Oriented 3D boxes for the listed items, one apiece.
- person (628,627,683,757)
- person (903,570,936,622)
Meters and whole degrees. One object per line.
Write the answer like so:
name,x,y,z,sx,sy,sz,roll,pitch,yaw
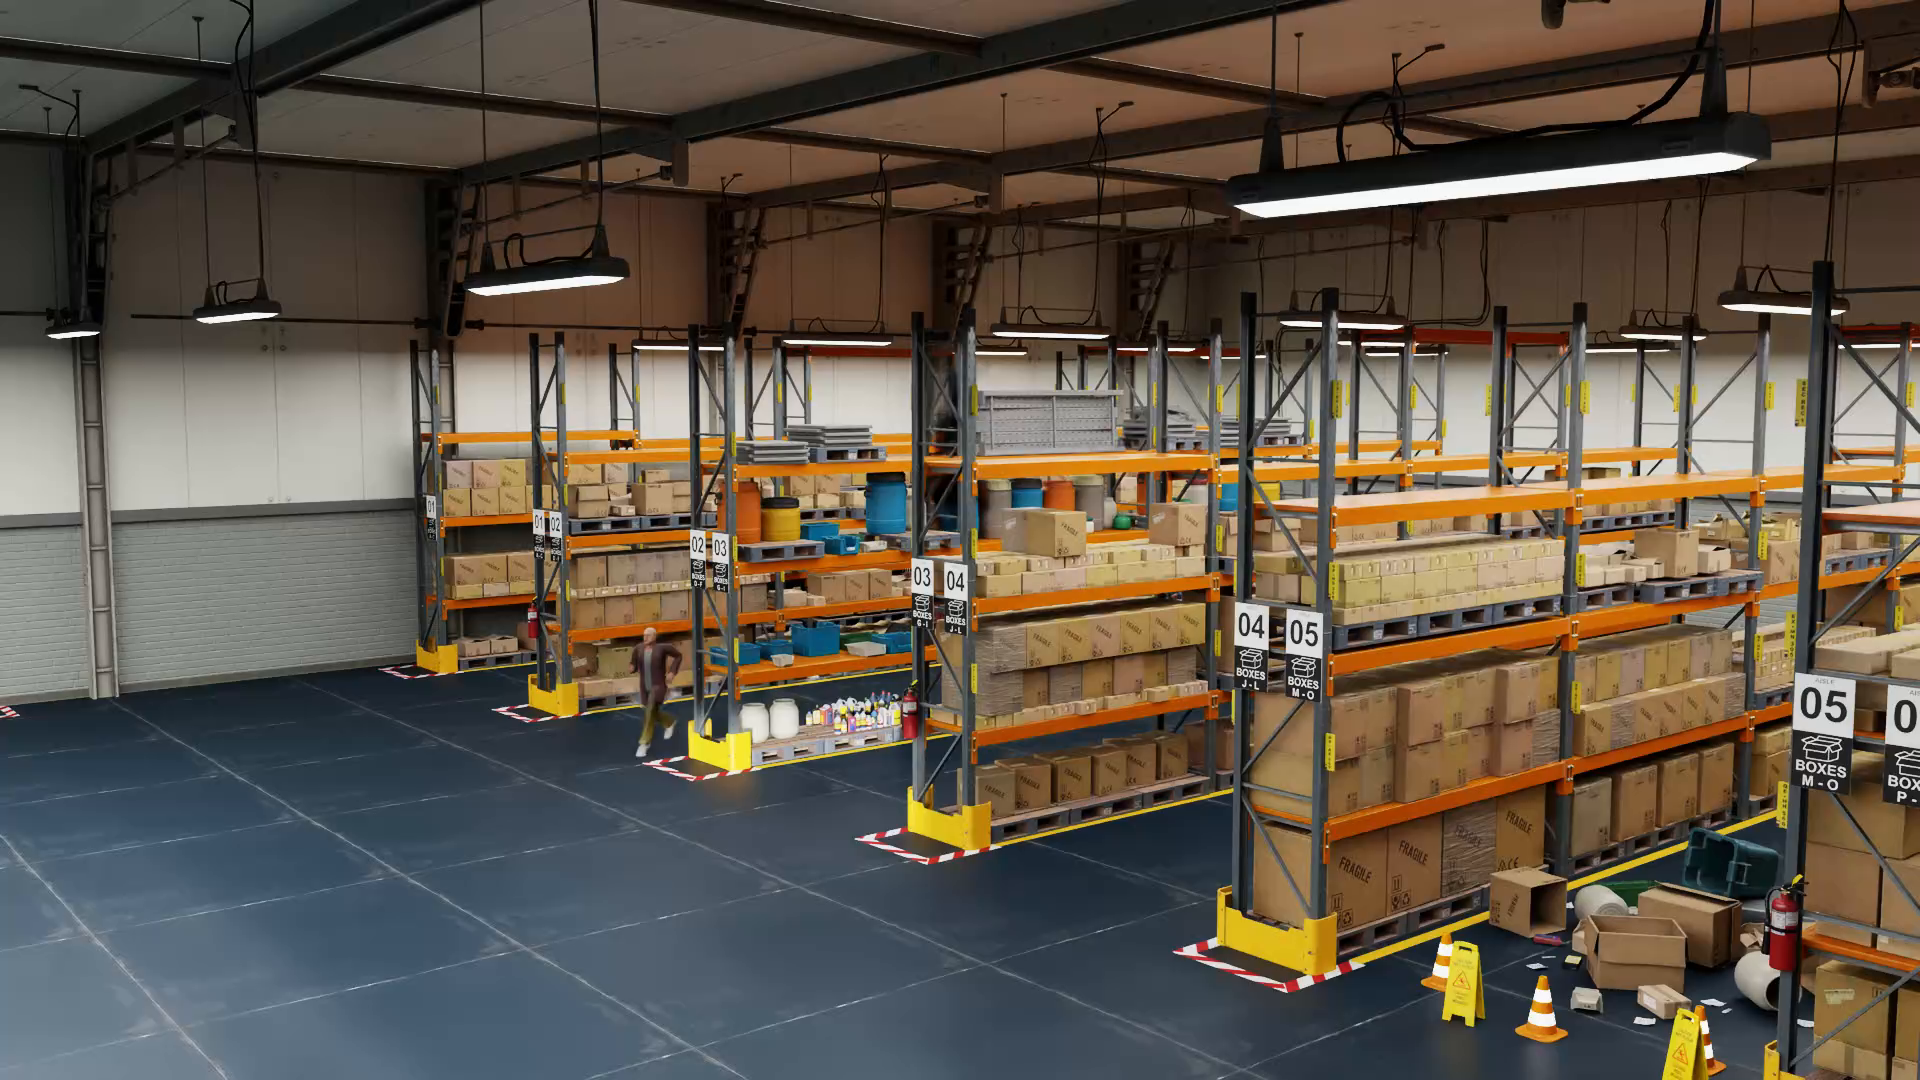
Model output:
person,-4.327,2.115,23.650,0.723,1.803,1.088,2,6,22
person,-0.757,1.349,33.255,0.890,1.548,0.556,-3,6,-31
